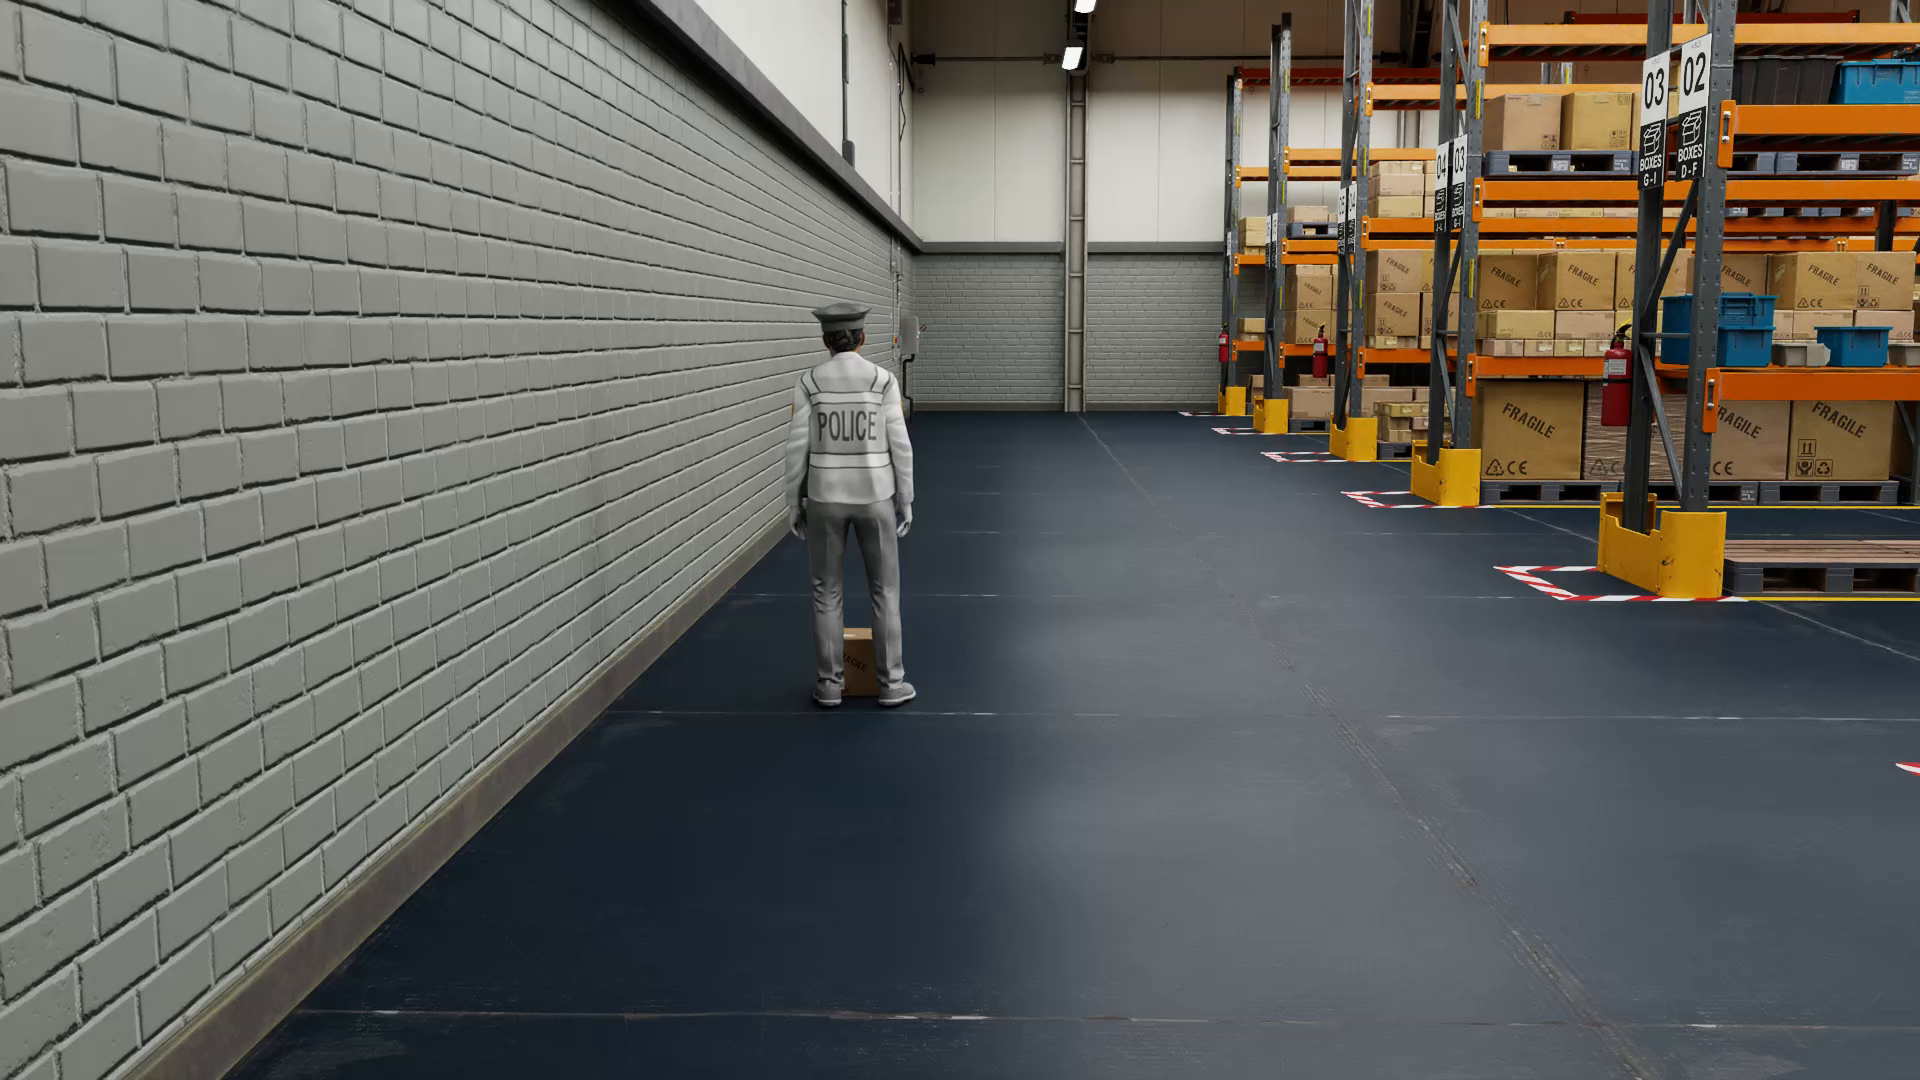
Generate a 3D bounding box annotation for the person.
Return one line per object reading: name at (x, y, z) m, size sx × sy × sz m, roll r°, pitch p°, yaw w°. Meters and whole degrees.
person at (-0.453, -0.141, 6.865) m, size 0.537 × 1.662 × 0.373 m, roll 0°, pitch 7°, yaw -2°
